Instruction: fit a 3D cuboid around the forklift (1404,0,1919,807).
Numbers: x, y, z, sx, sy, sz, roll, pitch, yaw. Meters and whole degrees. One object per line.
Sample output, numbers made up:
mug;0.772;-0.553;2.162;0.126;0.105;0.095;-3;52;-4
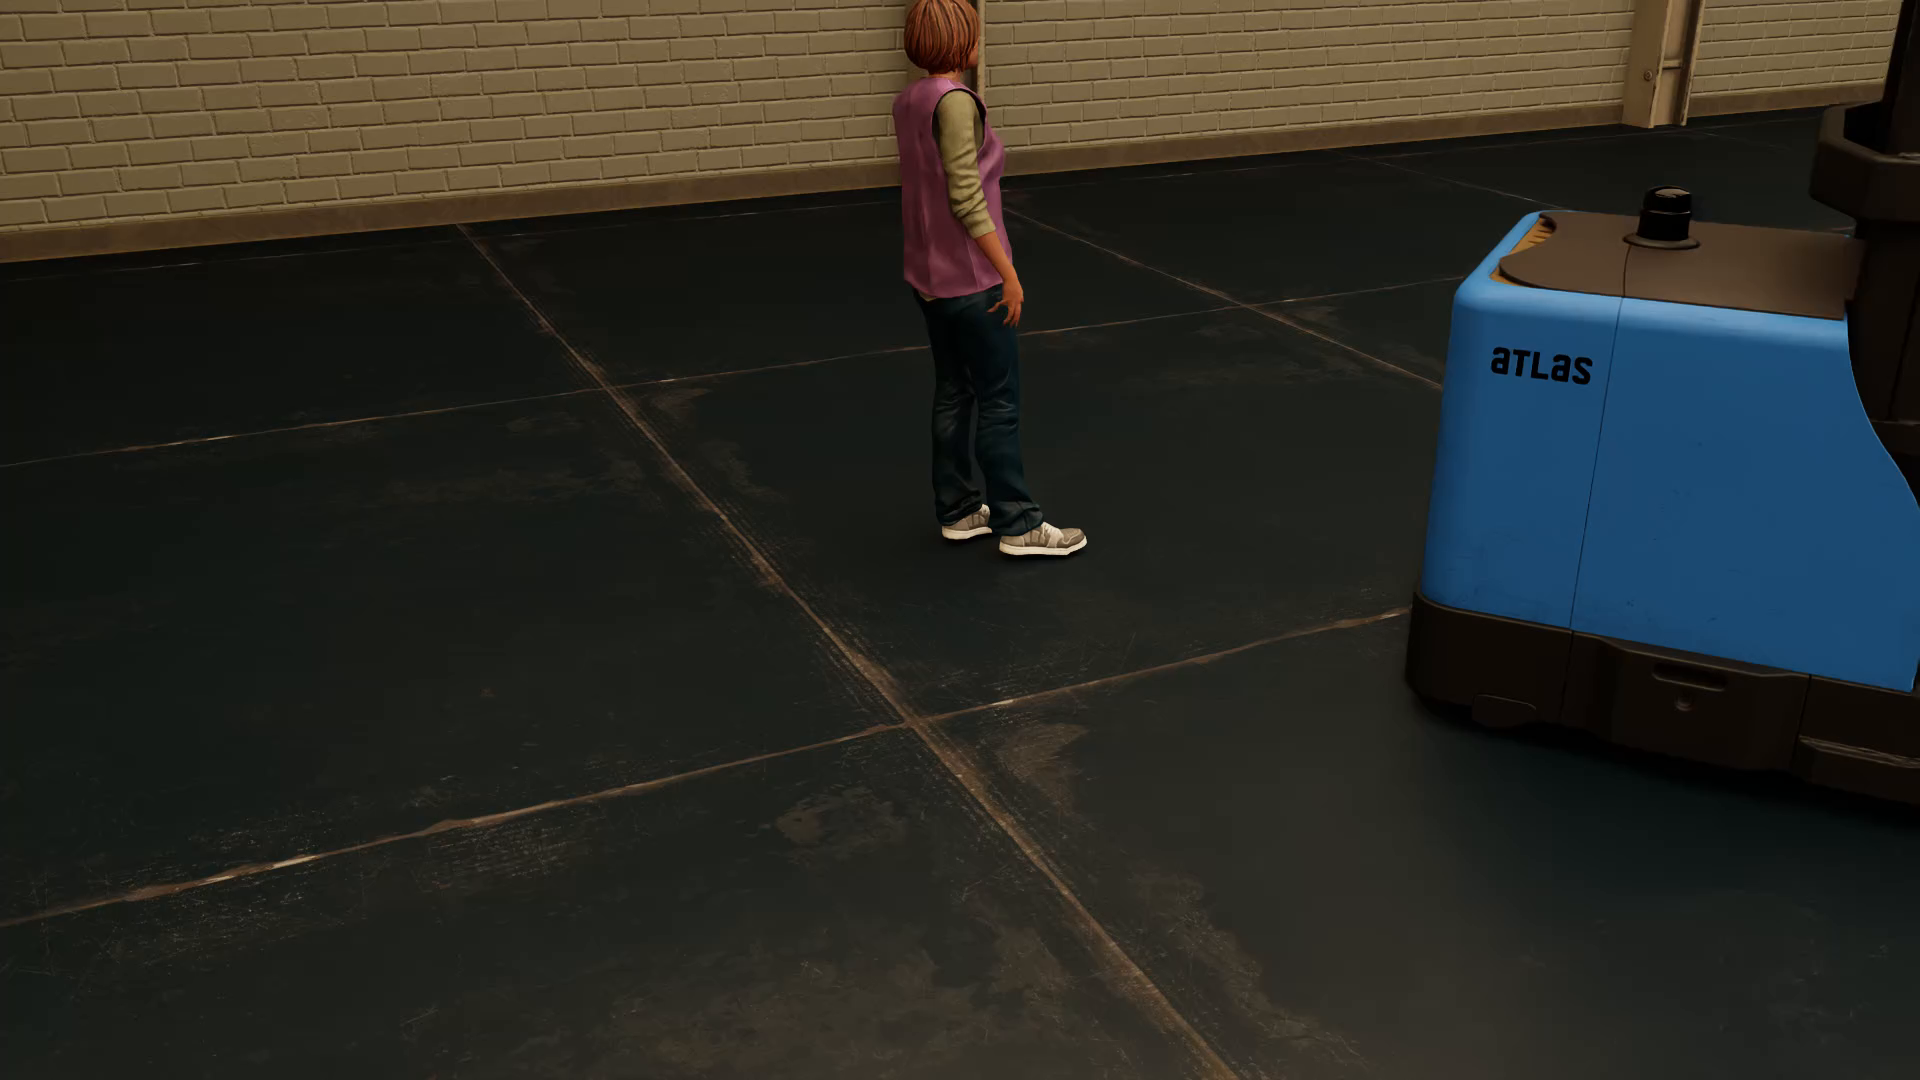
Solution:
forklift;2.645;-0.840;3.308;3.031;2.935;1.130;11;25;24

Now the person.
person;0.073;-0.751;4.815;0.476;1.596;0.520;-10;25;-23
